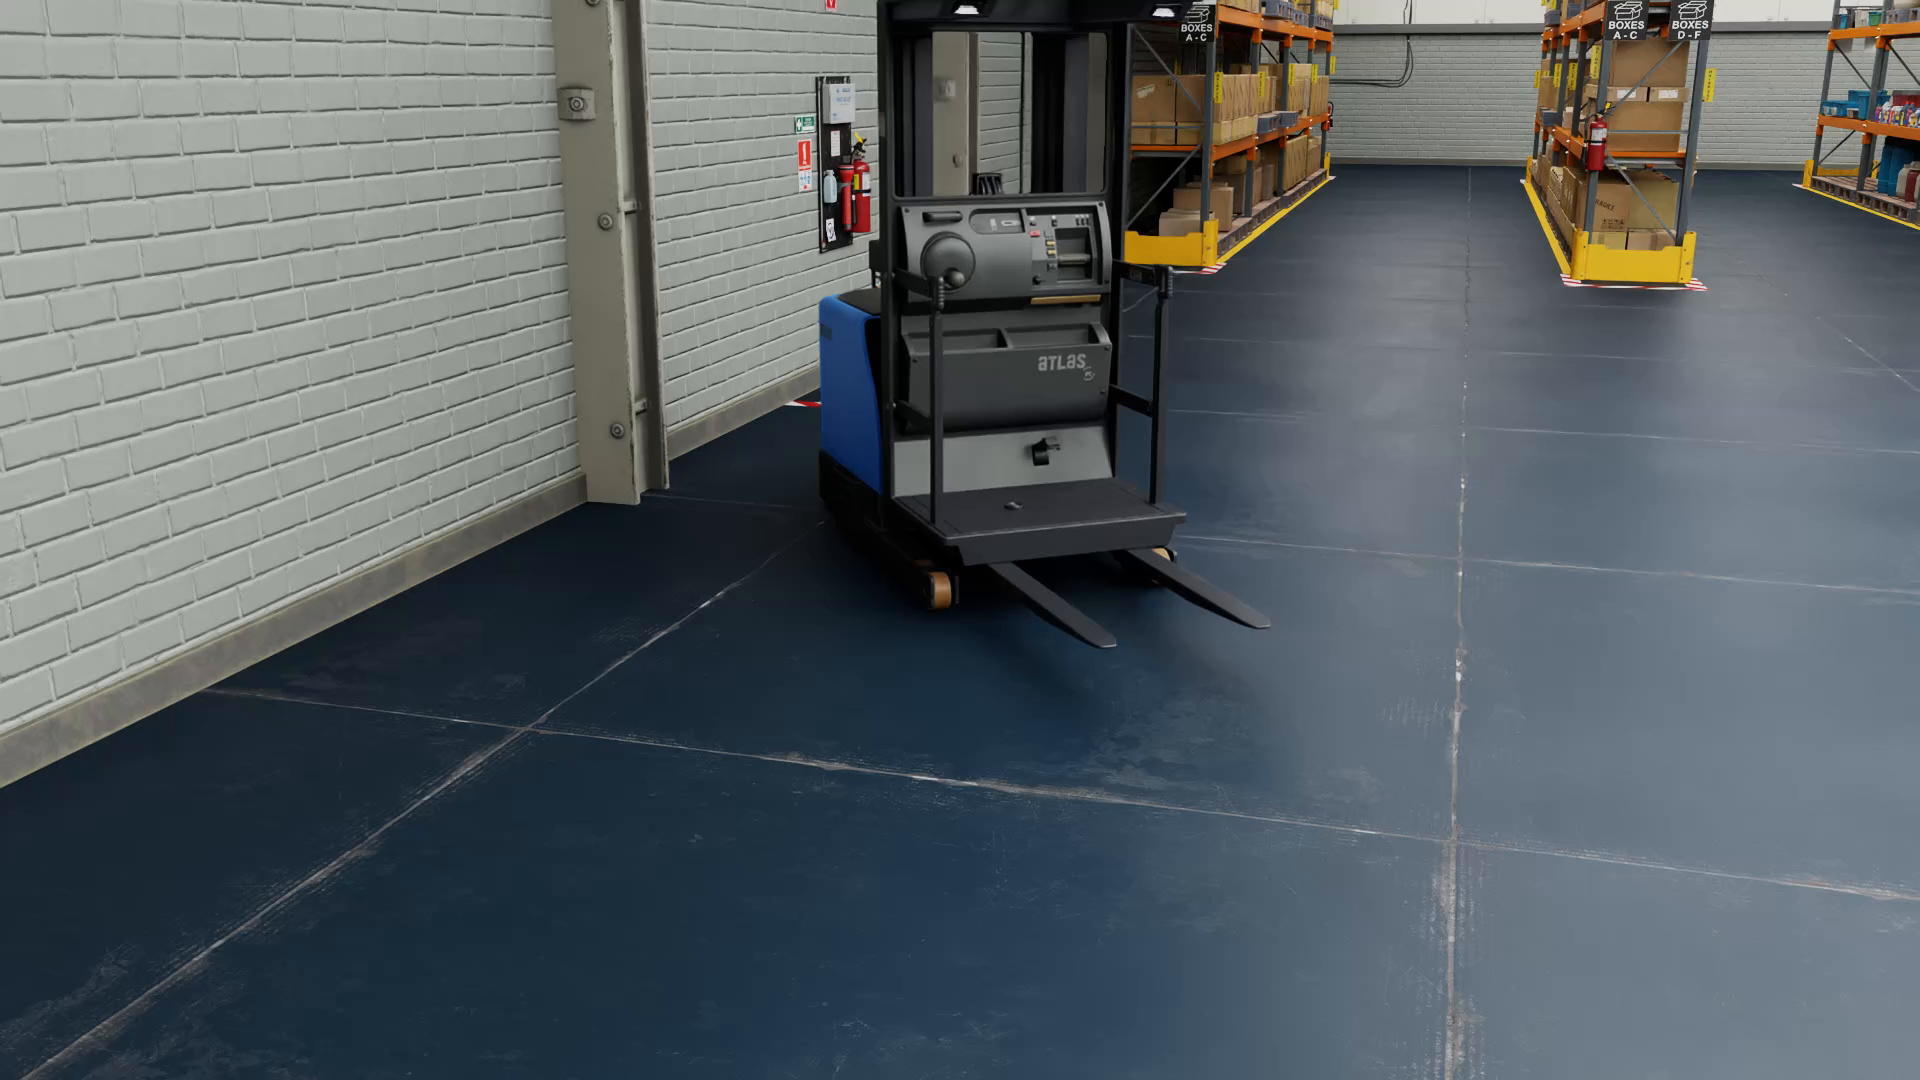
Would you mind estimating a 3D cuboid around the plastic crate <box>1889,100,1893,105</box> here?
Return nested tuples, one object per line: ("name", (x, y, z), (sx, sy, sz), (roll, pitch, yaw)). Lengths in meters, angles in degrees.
("plastic crate", (15.818, -7.303, 28.186), (0.437, 0.282, 0.530), (5, 16, 16))

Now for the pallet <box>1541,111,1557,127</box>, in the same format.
("pallet", (9.448, -6.375, 25.159), (1.213, 0.211, 1.003), (5, 16, 16))

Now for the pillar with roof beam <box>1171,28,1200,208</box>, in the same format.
("pillar with roof beam", (7.501, -8.947, 22.881), (9.100, 9.000, 0.400), (5, 16, 16))

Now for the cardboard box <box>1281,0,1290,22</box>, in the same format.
("cardboard box", (4.627, -7.868, 24.701), (0.500, 0.311, 0.500), (5, 16, 16))

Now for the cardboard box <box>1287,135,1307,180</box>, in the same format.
("cardboard box", (5.649, -6.702, 29.130), (0.750, 0.750, 0.750), (5, 17, 17))

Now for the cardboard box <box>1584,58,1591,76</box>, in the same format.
("cardboard box", (10.863, -7.961, 28.385), (0.500, 0.500, 0.500), (5, 17, 17))

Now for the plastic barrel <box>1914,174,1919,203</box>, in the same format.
("plastic barrel", (14.269, -5.188, 24.414), (0.421, 0.512, 0.421), (0, 16, 0))

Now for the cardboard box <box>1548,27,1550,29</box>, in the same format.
("cardboard box", (10.629, -9.111, 29.232), (0.500, 0.250, 0.500), (5, 16, 16))

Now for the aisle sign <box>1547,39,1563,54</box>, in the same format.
("aisle sign", (11.334, -9.669, 31.656), (0.394, 0.787, 0.004), (5, 16, 16))

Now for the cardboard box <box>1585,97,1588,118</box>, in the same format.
("cardboard box", (8.712, -5.754, 22.437), (0.500, 0.500, 0.500), (5, 16, 16))

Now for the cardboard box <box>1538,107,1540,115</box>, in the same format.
("cardboard box", (10.931, -8.063, 30.577), (0.500, 0.500, 0.500), (5, 16, 16))

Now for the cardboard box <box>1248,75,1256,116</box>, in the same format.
("cardboard box", (3.462, -5.640, 21.082), (0.500, 0.500, 0.500), (5, 16, 16))

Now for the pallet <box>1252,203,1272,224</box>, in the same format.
("pallet", (4.000, -4.803, 24.378), (1.003, 0.211, 1.213), (5, 16, 16))

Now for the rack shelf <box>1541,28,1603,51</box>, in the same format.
("rack shelf", (11.028, -8.951, 29.711), (1.077, 0.370, 4.000), (5, 16, 16))

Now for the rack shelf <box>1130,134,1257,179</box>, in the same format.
("rack shelf", (2.867, -4.752, 20.403), (1.077, 0.370, 4.000), (5, 16, 16))

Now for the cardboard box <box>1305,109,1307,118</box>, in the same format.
("cardboard box", (5.836, -7.424, 28.932), (0.380, 0.149, 0.250), (5, 17, 17))

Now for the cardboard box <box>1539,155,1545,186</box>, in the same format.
("cardboard box", (10.089, -6.232, 28.079), (0.500, 0.500, 0.500), (4, 16, 13))

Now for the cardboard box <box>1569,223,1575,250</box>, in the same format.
("cardboard box", (7.049, -3.365, 18.467), (0.500, 0.250, 0.500), (5, 16, 16))

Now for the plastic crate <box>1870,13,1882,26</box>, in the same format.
("plastic crate", (15.038, -8.421, 26.913), (0.450, 0.188, 0.662), (5, 16, 16))

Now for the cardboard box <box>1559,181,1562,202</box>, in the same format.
("cardboard box", (8.027, -4.515, 21.492), (0.500, 0.311, 0.500), (5, 16, 16))

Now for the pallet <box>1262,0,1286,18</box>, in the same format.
("pallet", (3.713, -7.127, 22.306), (1.213, 0.211, 1.003), (5, 16, 16))

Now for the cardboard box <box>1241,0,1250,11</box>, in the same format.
("cardboard box", (3.252, -6.691, 20.206), (0.500, 0.500, 0.500), (4, 16, 14))

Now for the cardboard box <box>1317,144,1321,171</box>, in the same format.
("cardboard box", (6.743, -7.569, 32.829), (0.700, 0.500, 0.500), (5, 16, 16))

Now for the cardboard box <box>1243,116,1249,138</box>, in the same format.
("cardboard box", (3.314, -5.148, 20.722), (0.500, 0.250, 0.500), (5, 16, 16))

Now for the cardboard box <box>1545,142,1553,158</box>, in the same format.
("cardboard box", (9.804, -6.331, 27.055), (0.500, 0.250, 0.500), (5, 16, 16))

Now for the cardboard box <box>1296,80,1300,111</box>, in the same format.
("cardboard box", (5.256, -7.242, 27.098), (0.500, 0.500, 0.500), (5, 16, 16))

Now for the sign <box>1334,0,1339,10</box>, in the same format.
("sign", (7.362, -10.546, 32.538), (0.100, 0.325, 0.005), (5, 16, 16))

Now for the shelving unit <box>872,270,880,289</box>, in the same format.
("shelving unit", (-0.175, -0.850, 8.628), (0.503, 1.200, 0.258), (-6, 17, -19))

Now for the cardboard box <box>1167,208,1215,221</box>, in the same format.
("cardboard box", (2.744, -3.816, 19.906), (0.500, 0.311, 0.500), (6, 17, 20))

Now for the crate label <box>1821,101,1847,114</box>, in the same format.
("crate label", (15.959, -7.901, 30.387), (0.416, 0.233, 0.303), (5, 16, 16))

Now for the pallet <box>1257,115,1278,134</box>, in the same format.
("pallet", (3.792, -5.717, 22.841), (1.003, 0.211, 1.213), (5, 16, 16))

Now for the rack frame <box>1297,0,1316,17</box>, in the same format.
("rack frame", (5.709, -10.600, 28.710), (1.000, 3.000, 0.127), (5, 16, 16))

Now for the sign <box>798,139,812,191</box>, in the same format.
("sign", (-1.031, -2.492, 11.052), (0.001, 0.329, 0.234), (5, 16, 16))

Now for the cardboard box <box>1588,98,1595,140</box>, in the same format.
("cardboard box", (7.923, -5.031, 19.886), (0.700, 0.500, 0.500), (4, 16, 15))

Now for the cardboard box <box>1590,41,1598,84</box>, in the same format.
("cardboard box", (8.066, -5.793, 20.197), (0.700, 0.500, 0.500), (5, 17, 16))

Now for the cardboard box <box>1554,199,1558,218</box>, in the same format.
("cardboard box", (8.172, -4.380, 22.044), (0.500, 0.250, 0.500), (4, 16, 15))

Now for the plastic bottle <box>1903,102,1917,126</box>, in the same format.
("plastic bottle", (14.187, -6.352, 24.817), (0.144, 0.351, 0.185), (5, 16, 16))

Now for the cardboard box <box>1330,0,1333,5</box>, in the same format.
("cardboard box", (6.900, -10.530, 31.906), (0.500, 0.500, 0.500), (5, 16, 16))

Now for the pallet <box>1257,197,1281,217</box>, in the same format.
("pallet", (4.349, -5.122, 25.499), (1.003, 0.211, 1.213), (5, 16, 16))

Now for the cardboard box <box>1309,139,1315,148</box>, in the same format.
("cardboard box", (6.440, -7.425, 31.133), (0.380, 0.149, 0.250), (4, 16, 14))

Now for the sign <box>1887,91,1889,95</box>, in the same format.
("sign", (16.877, -8.032, 30.352), (0.100, 0.325, 0.005), (5, 16, 16))

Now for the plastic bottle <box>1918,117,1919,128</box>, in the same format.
("plastic bottle", (13.921, -6.057, 24.052), (0.097, 0.201, 0.097), (0, 16, 0))

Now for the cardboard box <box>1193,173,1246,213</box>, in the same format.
("cardboard box", (3.629, -4.824, 23.114), (0.700, 0.500, 0.500), (5, 17, 18))

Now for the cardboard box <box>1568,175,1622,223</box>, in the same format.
("cardboard box", (7.187, -3.857, 18.827), (0.500, 0.500, 0.500), (5, 16, 16))

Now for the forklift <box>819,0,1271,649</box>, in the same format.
("forklift", (0.278, -1.245, 6.848), (1.130, 2.935, 3.031), (-6, 17, -19))

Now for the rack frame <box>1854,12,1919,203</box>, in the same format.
("rack frame", (15.208, -6.946, 26.820), (1.000, 3.000, 0.127), (5, 16, 16))

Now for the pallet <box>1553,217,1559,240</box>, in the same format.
("pallet", (8.358, -4.092, 21.869), (1.003, 0.211, 1.213), (5, 16, 16))

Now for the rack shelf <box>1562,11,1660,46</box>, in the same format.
("rack shelf", (8.755, -6.858, 22.332), (1.077, 0.370, 4.000), (5, 16, 16))

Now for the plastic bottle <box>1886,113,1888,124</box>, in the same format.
("plastic bottle", (14.492, -6.584, 25.908), (0.097, 0.201, 0.097), (0, 16, 0))

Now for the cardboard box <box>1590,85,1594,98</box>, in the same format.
("cardboard box", (7.635, -5.275, 19.559), (0.380, 0.149, 0.250), (4, 16, 14))

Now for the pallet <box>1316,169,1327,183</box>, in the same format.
("pallet", (6.694, -7.204, 32.840), (1.003, 0.211, 1.213), (5, 16, 16))
